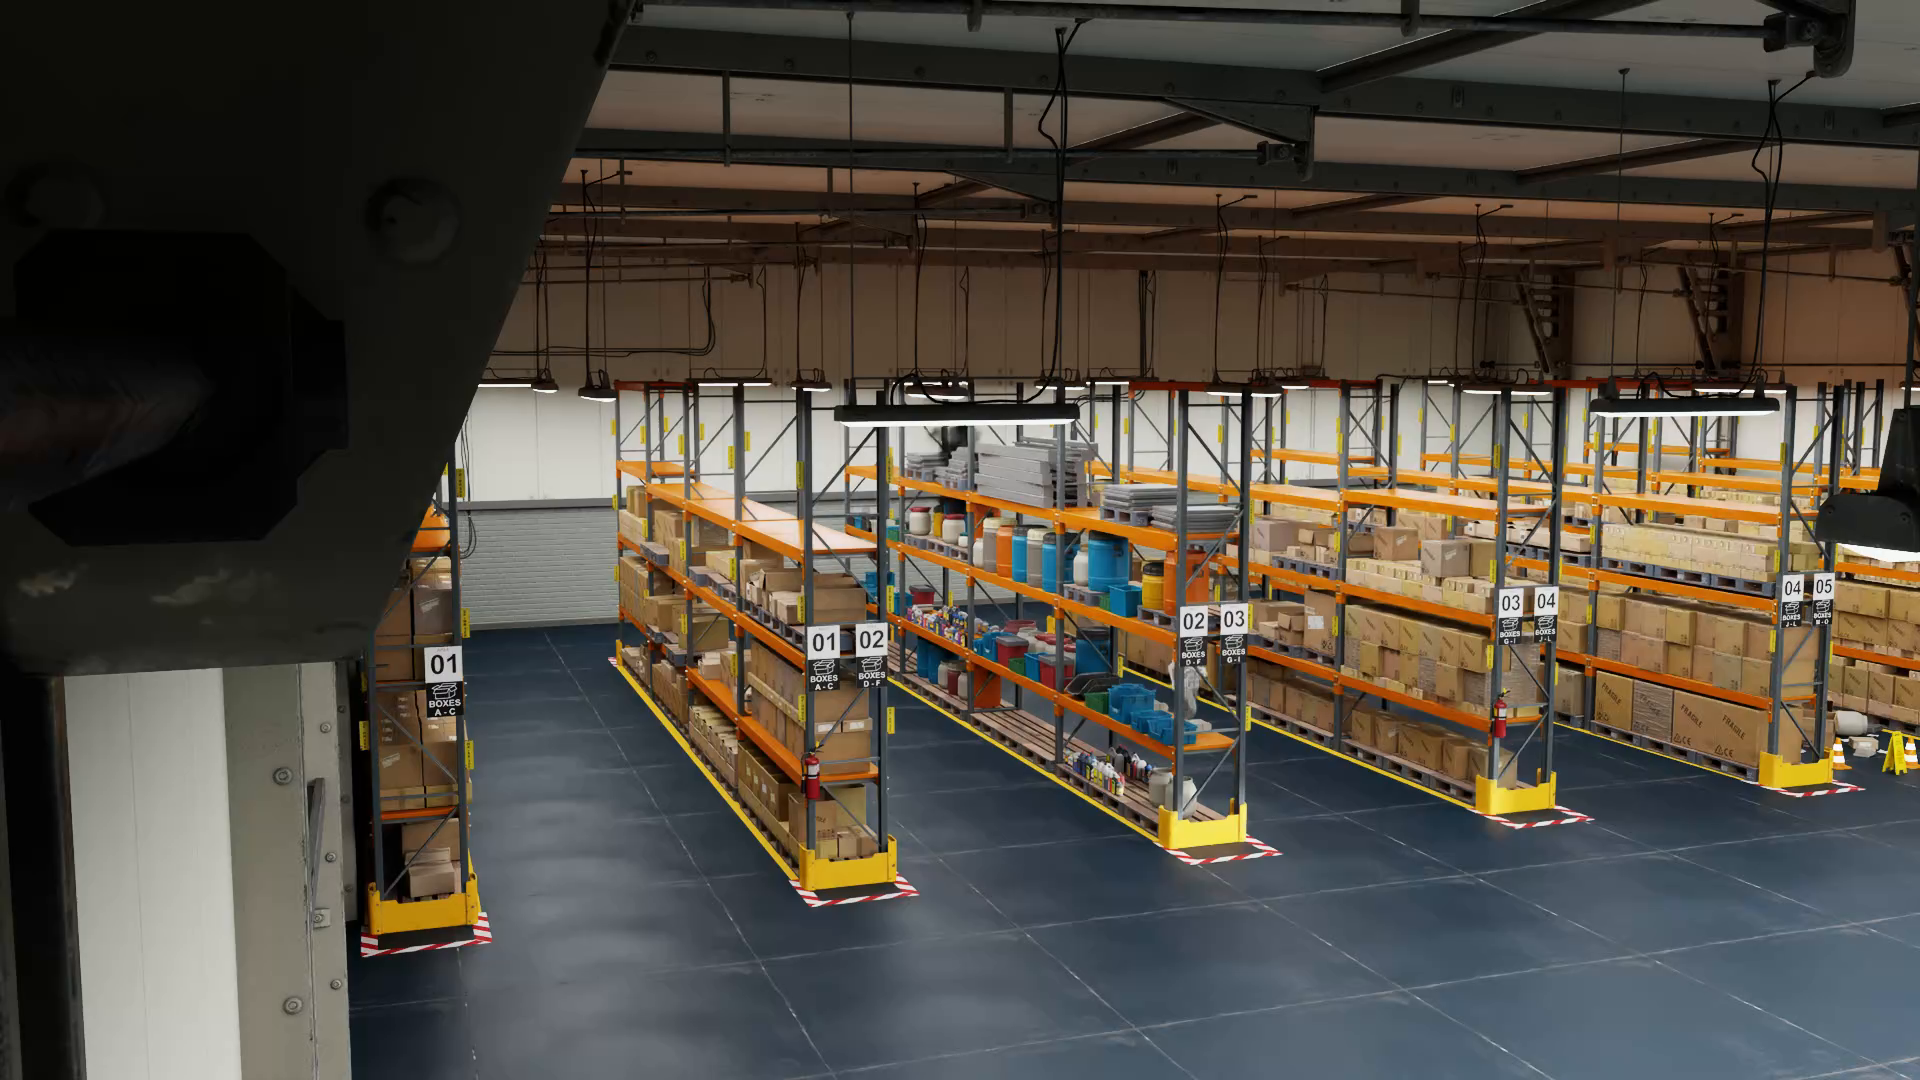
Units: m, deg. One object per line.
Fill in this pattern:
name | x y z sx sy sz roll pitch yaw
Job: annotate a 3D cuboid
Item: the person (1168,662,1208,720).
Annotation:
person | 3.875 2.535 28.035 0.573 1.739 0.811 -4 7 -31
